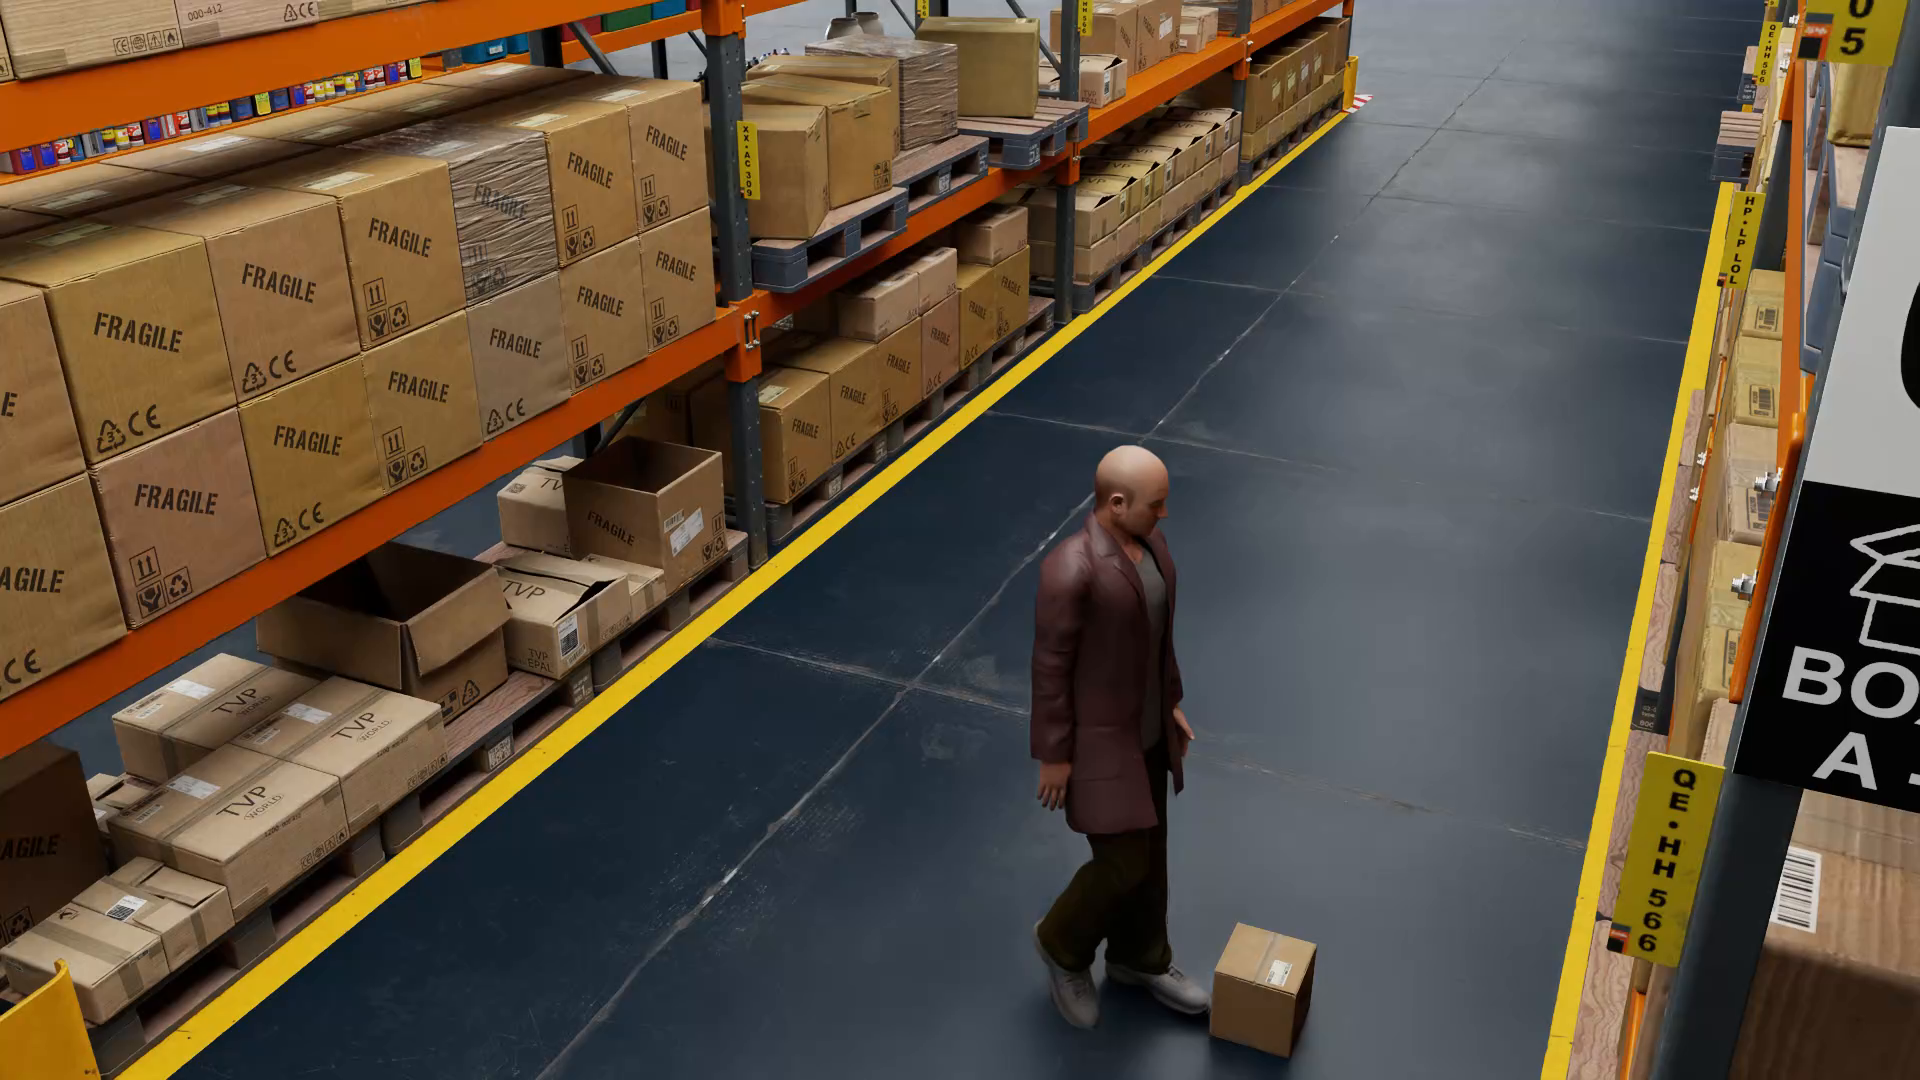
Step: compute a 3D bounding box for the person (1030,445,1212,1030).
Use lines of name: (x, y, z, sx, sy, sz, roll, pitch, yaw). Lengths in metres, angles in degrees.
person: (0.532, 0.613, 4.866, 0.563, 1.815, 0.629, 18, 31, 32)
